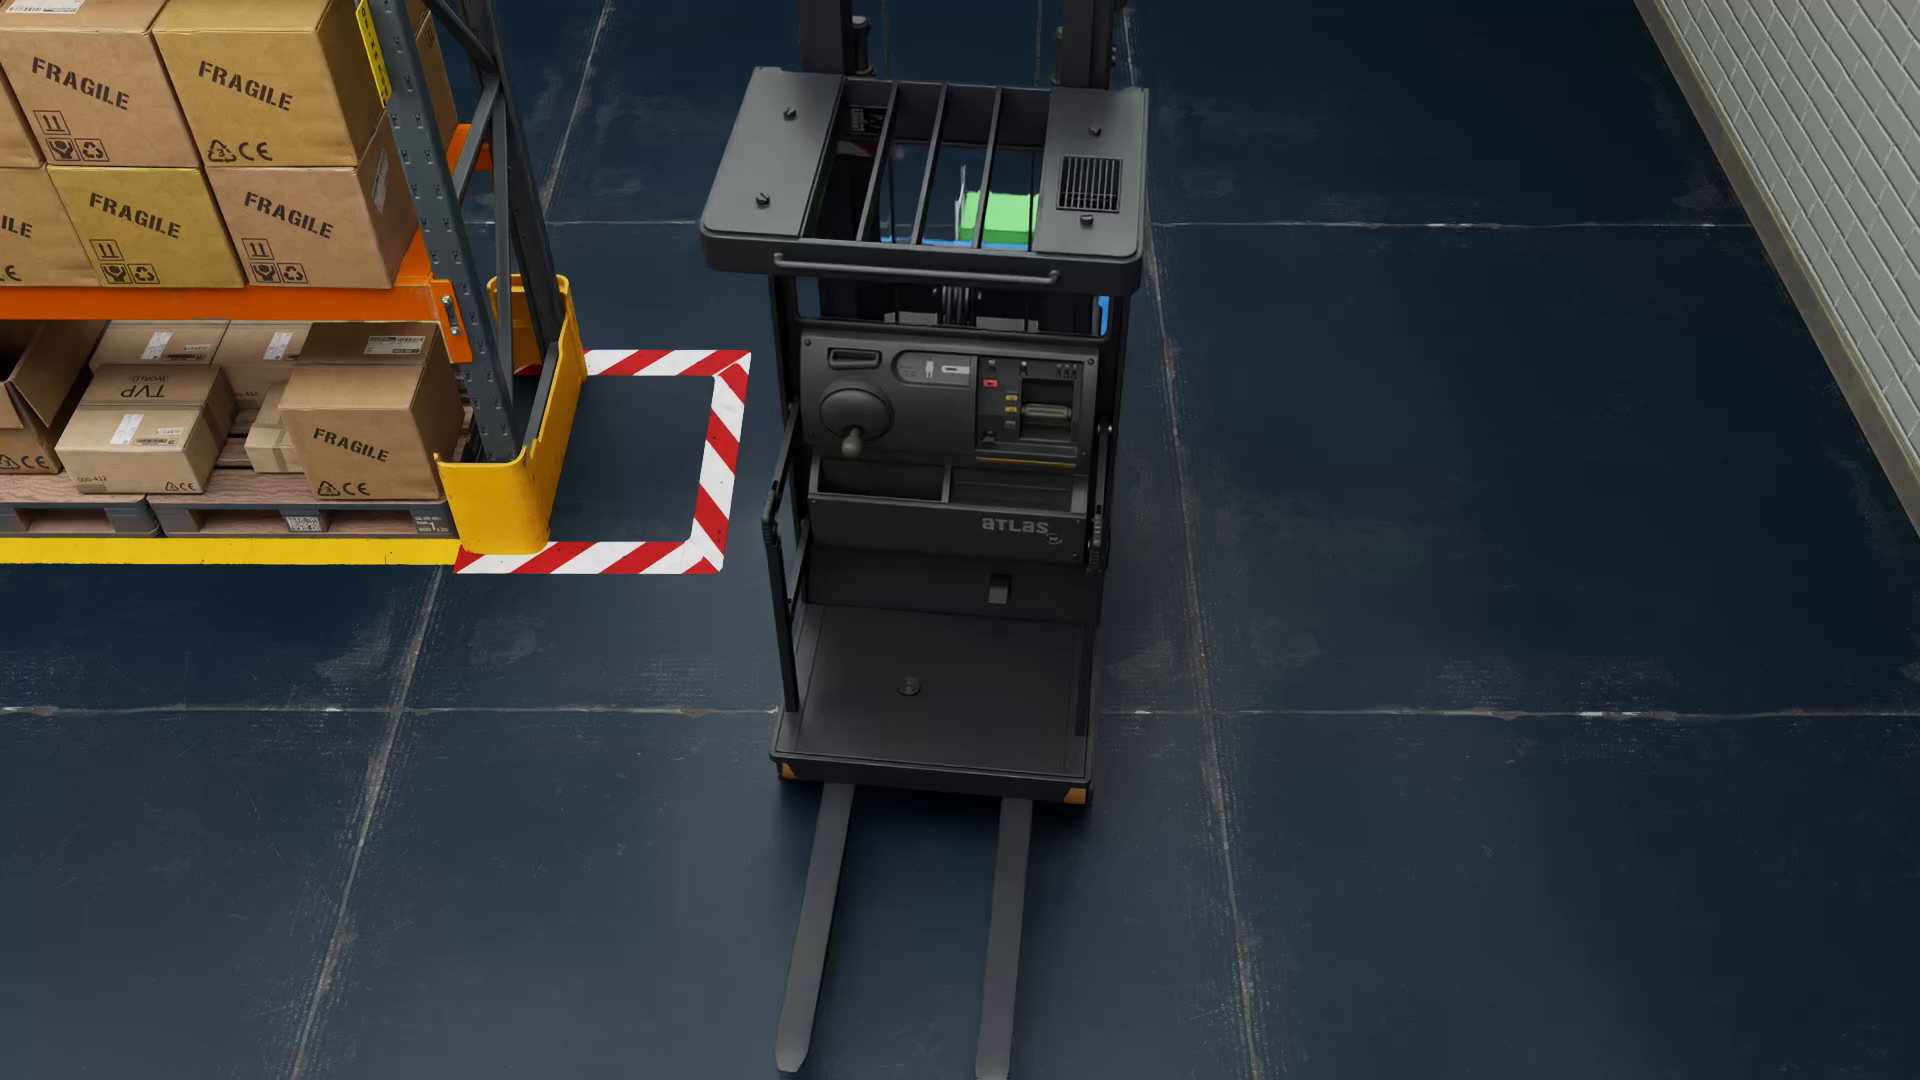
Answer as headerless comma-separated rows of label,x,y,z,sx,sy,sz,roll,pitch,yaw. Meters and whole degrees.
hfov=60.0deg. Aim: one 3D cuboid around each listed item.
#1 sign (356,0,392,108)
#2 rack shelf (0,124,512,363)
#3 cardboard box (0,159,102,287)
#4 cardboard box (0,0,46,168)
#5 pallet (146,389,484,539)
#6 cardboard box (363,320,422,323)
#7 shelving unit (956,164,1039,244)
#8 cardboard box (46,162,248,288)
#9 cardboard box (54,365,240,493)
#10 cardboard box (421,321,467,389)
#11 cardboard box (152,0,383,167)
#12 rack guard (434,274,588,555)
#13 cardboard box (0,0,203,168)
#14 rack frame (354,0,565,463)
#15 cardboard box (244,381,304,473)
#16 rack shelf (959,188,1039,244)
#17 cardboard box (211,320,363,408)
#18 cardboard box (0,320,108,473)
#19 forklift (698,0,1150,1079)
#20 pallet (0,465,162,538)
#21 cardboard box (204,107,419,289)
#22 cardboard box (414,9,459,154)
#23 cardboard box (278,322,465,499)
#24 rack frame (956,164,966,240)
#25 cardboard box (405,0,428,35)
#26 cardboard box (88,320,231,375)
sign,-1.788,-1.487,5.078,0.005,0.325,0.100,0,47,0
rack shelf,-3.766,-1.152,6.264,4.000,0.370,1.077,0,47,0
cardboard box,-3.233,-1.232,5.779,0.500,0.500,0.500,0,47,0
cardboard box,-3.236,-1.565,5.406,0.500,0.500,0.500,1,47,1
pallet,-2.639,-0.443,7.018,1.213,0.211,1.003,0,47,0
cardboard box,-2.433,-0.829,7.108,0.250,0.166,0.380,0,47,0
shelving unit,0.246,-0.948,6.812,0.503,1.200,0.258,4,47,4
cardboard box,-2.734,-1.226,5.774,0.500,0.500,0.500,1,47,0
cardboard box,-3.261,-0.450,6.698,0.500,0.250,0.500,0,47,0
cardboard box,-2.183,-0.823,7.114,0.250,0.149,0.380,0,47,0
cardboard box,-2.212,-1.566,5.407,0.500,0.500,0.500,0,47,0
rack guard,-1.842,-0.540,6.911,0.348,0.500,1.175,0,47,0
cardboard box,-2.717,-1.567,5.408,0.500,0.500,0.500,1,47,1
rack frame,-1.766,-1.391,5.996,0.127,3.000,1.000,0,47,0
cardboard box,-2.715,-0.464,6.768,0.250,0.166,0.380,0,47,0
rack shelf,0.246,-1.231,6.508,0.480,0.148,0.258,4,47,4
cardboard box,-2.809,-0.815,7.037,0.500,0.250,0.500,0,47,0
cardboard box,-3.887,-0.700,6.758,0.637,0.503,0.797,0,47,0
forklift,-0.057,-0.337,5.061,1.130,2.935,3.031,4,47,4
pallet,-3.856,-0.448,7.023,1.213,0.211,1.003,0,47,0
cardboard box,-2.215,-1.227,5.775,0.500,0.500,0.500,1,47,1
cardboard box,-2.209,-1.620,6.140,0.500,0.500,0.500,1,47,1
cardboard box,-2.311,-0.511,6.583,0.500,0.500,0.500,0,47,0
rack frame,0.003,-0.966,6.829,0.015,1.200,0.240,4,47,4
cardboard box,-2.209,-1.960,5.774,0.500,0.500,0.500,1,47,1
cardboard box,-3.309,-0.816,7.039,0.500,0.250,0.500,0,47,0
